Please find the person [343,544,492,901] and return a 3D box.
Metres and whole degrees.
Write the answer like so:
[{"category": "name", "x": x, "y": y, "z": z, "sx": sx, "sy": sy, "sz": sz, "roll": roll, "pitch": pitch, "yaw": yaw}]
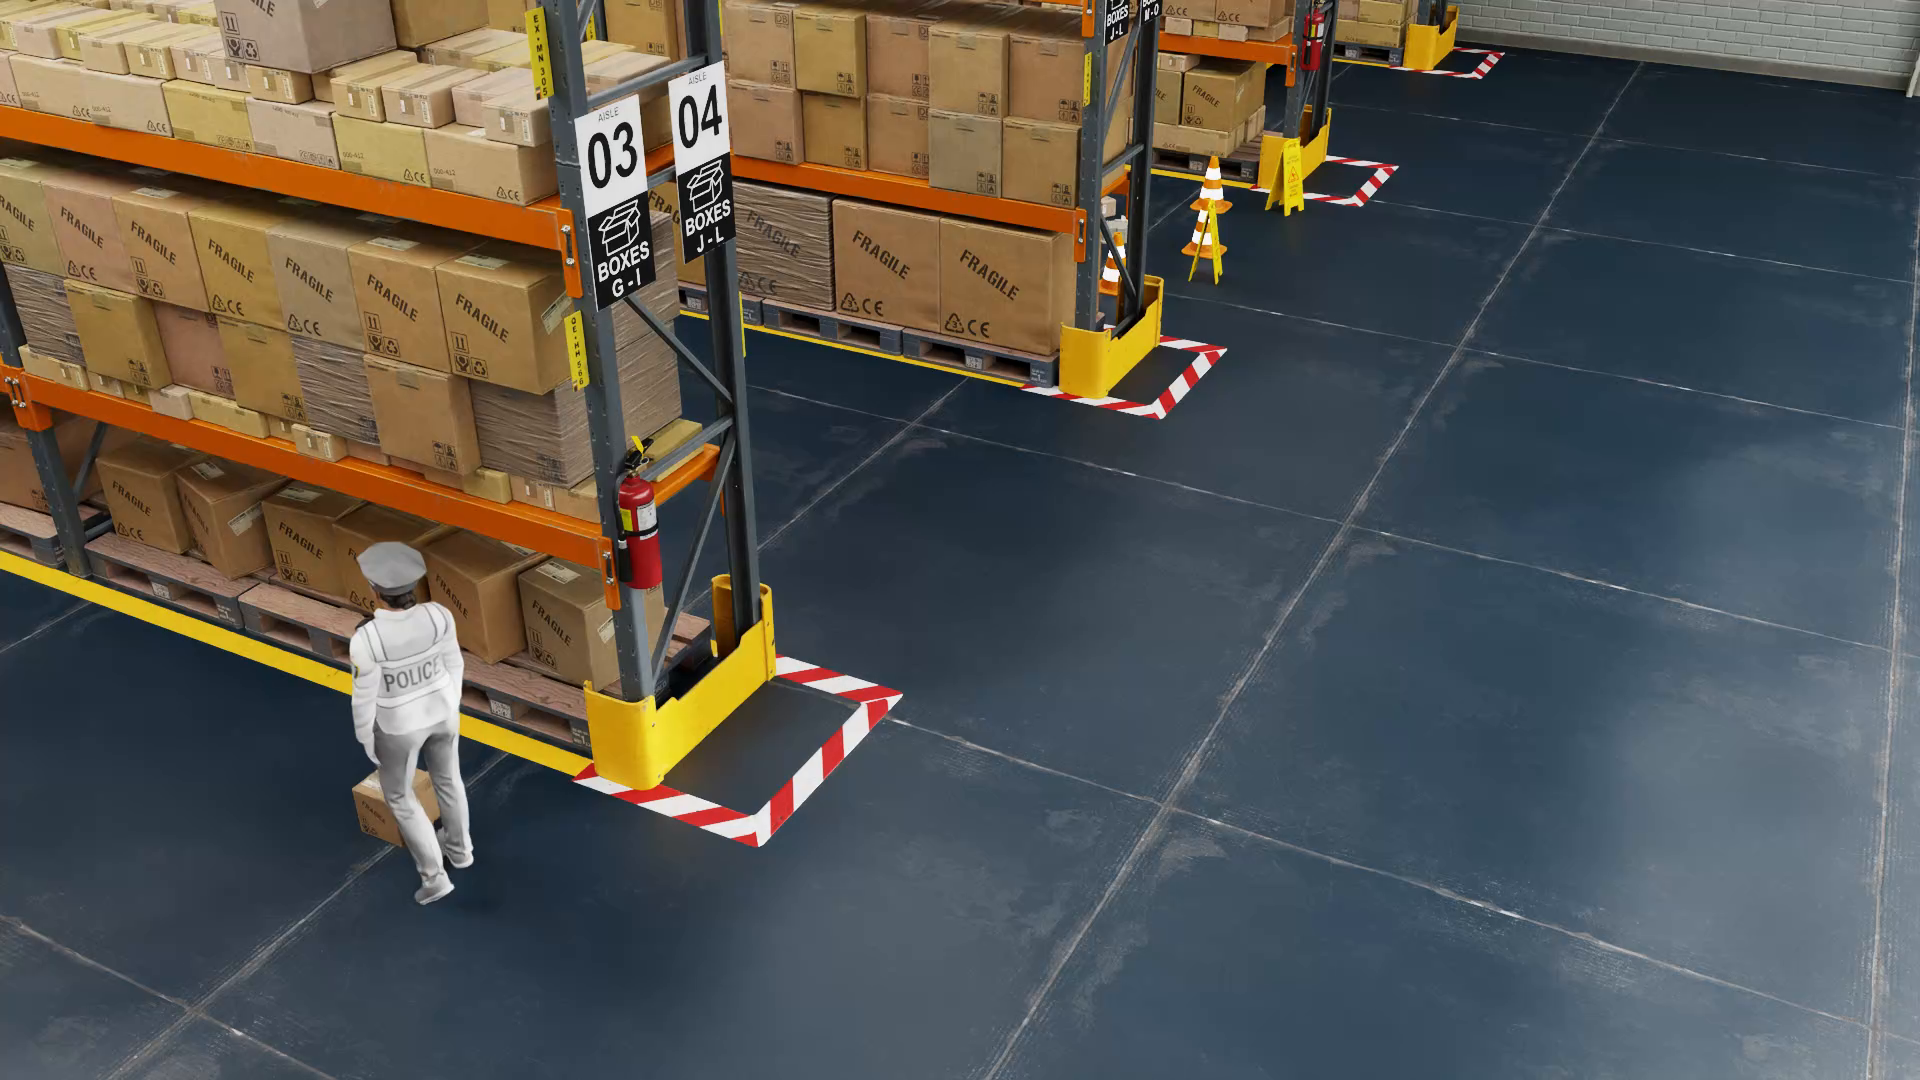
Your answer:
[{"category": "person", "x": -2.297, "y": 0.776, "z": 6.964, "sx": 0.469, "sy": 1.669, "sz": 0.328, "roll": -23, "pitch": 37, "yaw": -34}]
